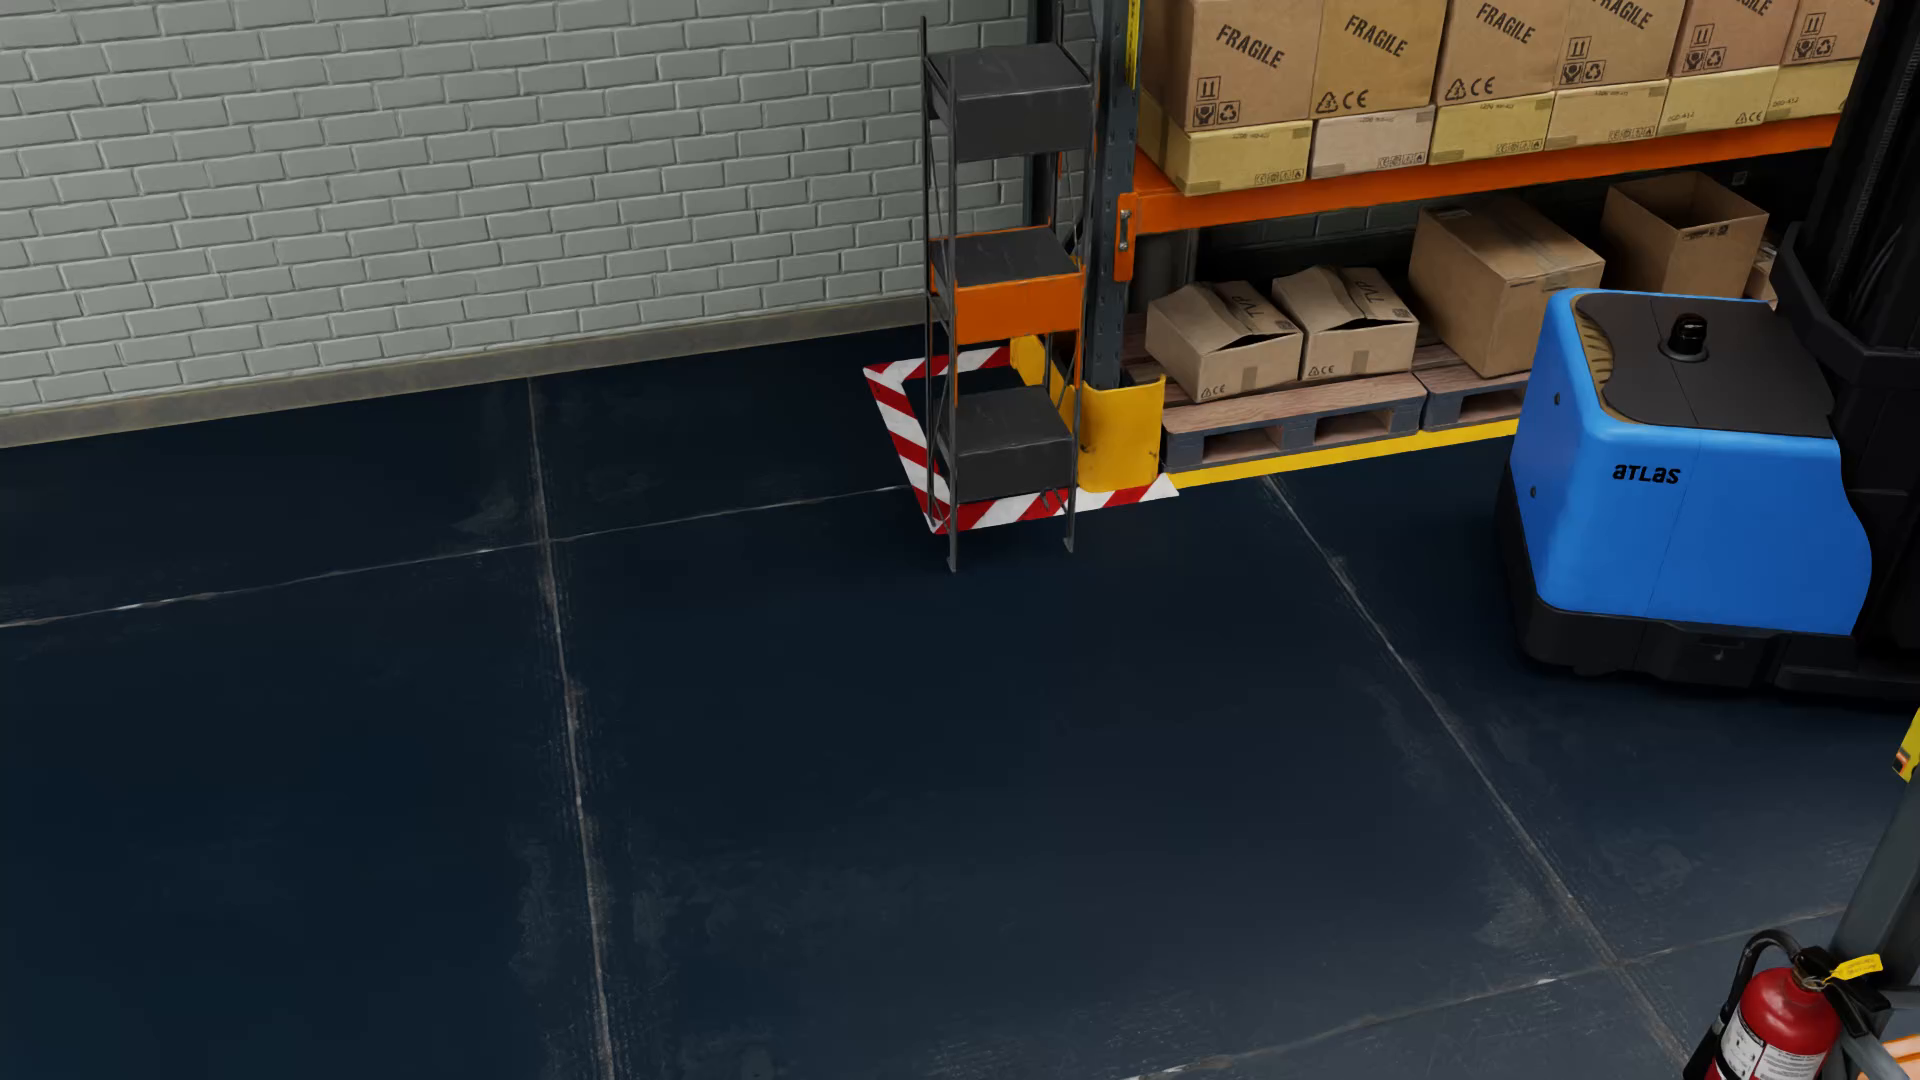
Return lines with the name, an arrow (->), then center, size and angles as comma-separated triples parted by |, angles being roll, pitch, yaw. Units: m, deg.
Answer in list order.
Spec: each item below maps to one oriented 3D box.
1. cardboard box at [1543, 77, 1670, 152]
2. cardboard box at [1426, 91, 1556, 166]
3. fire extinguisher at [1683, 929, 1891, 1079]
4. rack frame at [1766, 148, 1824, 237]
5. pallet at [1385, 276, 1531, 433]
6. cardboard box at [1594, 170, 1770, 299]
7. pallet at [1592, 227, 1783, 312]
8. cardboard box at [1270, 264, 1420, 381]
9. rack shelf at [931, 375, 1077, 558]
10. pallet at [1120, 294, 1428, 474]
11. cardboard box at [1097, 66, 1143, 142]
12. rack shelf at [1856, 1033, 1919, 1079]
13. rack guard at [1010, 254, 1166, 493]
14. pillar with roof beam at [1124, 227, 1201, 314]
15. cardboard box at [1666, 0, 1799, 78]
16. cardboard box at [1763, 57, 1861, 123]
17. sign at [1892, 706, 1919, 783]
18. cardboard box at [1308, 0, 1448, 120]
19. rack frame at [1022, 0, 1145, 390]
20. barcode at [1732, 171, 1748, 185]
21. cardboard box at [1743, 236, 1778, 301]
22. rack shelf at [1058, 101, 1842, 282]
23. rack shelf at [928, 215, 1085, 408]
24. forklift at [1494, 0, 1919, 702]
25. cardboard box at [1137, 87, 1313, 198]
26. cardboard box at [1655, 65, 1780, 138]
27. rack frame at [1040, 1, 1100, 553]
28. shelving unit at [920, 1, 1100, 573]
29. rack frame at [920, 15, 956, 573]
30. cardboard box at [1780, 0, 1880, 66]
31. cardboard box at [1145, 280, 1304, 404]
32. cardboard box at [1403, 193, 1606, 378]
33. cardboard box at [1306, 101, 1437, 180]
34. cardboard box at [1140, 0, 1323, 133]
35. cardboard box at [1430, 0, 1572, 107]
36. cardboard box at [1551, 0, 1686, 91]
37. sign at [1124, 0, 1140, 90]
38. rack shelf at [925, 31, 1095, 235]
cardboard box -> 2.499, -1.824, 6.773 | 0.500, 0.250, 0.500 | -9, 38, -12
cardboard box -> 2.010, -1.746, 6.670 | 0.500, 0.250, 0.500 | -10, 39, -13
fire extinguisher -> 1.525, 0.944, 3.111 | 0.183, 0.674, 0.296 | -9, 38, -12
rack frame -> 4.327, -2.372, 7.382 | 0.127, 3.000, 1.000 | -9, 38, -12
pallet -> 2.508, -0.942, 7.808 | 1.213, 0.211, 1.003 | -9, 38, -12
cardboard box -> 3.335, -1.366, 7.762 | 0.500, 0.500, 0.500 | -12, 39, -15
pallet -> 3.688, -1.137, 8.063 | 1.213, 0.211, 1.003 | -9, 38, -12
cardboard box -> 1.707, -0.992, 7.429 | 0.500, 0.311, 0.500 | -6, 38, -8
rack shelf -> 0.160, -0.293, 6.580 | 0.480, 0.518, 0.431 | -9, 38, -12
pallet -> 1.332, -0.751, 7.558 | 1.213, 0.211, 1.003 | -9, 38, -12
cardboard box -> 0.866, -1.875, 6.839 | 0.500, 0.250, 0.500 | -9, 38, -11
rack shelf -> 3.691, 1.136, 3.389 | 4.000, 0.370, 1.077 | -9, 38, -12
rack guard -> 0.538, -0.758, 7.329 | 0.348, 0.500, 1.175 | -9, 38, -12
pillar with roof beam -> 2.038, -2.214, 2.238 | 0.400, 9.000, 9.100 | -9, 38, -12
cardboard box -> 2.982, -2.206, 6.655 | 0.500, 0.500, 0.500 | -10, 39, -13
cardboard box -> 3.465, -1.993, 6.994 | 0.500, 0.250, 0.500 | -9, 38, -12
sign -> 1.632, 0.292, 2.751 | 0.005, 0.325, 0.100 | -9, 38, -12
cardboard box -> 1.484, -1.956, 6.328 | 0.500, 0.500, 0.500 | -9, 38, -12
rack frame -> 0.465, -1.738, 6.554 | 0.127, 3.000, 1.000 | -9, 38, -12
barcode -> 3.743, -1.736, 7.983 | 0.075, 0.075, 0.001 | -9, 38, -12
cardboard box -> 3.818, -1.319, 7.975 | 0.250, 0.166, 0.380 | -14, 40, -18
rack shelf -> 2.396, -1.769, 7.186 | 4.000, 0.370, 1.077 | -9, 38, -12
rack shelf -> 0.160, -0.849, 6.154 | 0.480, 0.518, 0.431 | -9, 38, -12
forklift -> 3.625, -0.851, 5.451 | 3.031, 2.935, 1.130 | 5, 38, 6
cardboard box -> 1.019, -1.578, 6.451 | 0.500, 0.250, 0.500 | -10, 39, -13
cardboard box -> 2.984, -1.905, 6.878 | 0.500, 0.250, 0.500 | -10, 38, -12
rack frame -> 0.395, -0.899, 6.197 | 0.015, 2.100, 0.400 | -9, 38, -12
shelving unit -> 0.160, -0.860, 6.146 | 0.503, 2.100, 0.431 | -9, 38, -12
rack frame -> -0.076, -0.821, 6.095 | 0.015, 2.100, 0.400 | -9, 38, -12
cardboard box -> 3.471, -2.280, 6.751 | 0.500, 0.500, 0.500 | -10, 38, -12
cardboard box -> 1.157, -0.902, 7.311 | 0.500, 0.311, 0.500 | -14, 39, -17
cardboard box -> 2.428, -1.154, 7.485 | 0.500, 0.500, 0.700 | -12, 39, -15
cardboard box -> 1.517, -1.668, 6.569 | 0.500, 0.250, 0.500 | -10, 39, -13
cardboard box -> 1.004, -1.884, 6.234 | 0.500, 0.500, 0.500 | -9, 38, -12
cardboard box -> 1.985, -2.035, 6.431 | 0.500, 0.500, 0.500 | -11, 39, -13
cardboard box -> 2.480, -2.123, 6.547 | 0.500, 0.500, 0.500 | -8, 38, -11
sign -> 0.607, -1.764, 5.875 | 0.005, 0.325, 0.100 | -9, 38, -12
rack shelf -> 0.160, -1.405, 5.729 | 0.480, 0.518, 0.431 | -9, 38, -12
